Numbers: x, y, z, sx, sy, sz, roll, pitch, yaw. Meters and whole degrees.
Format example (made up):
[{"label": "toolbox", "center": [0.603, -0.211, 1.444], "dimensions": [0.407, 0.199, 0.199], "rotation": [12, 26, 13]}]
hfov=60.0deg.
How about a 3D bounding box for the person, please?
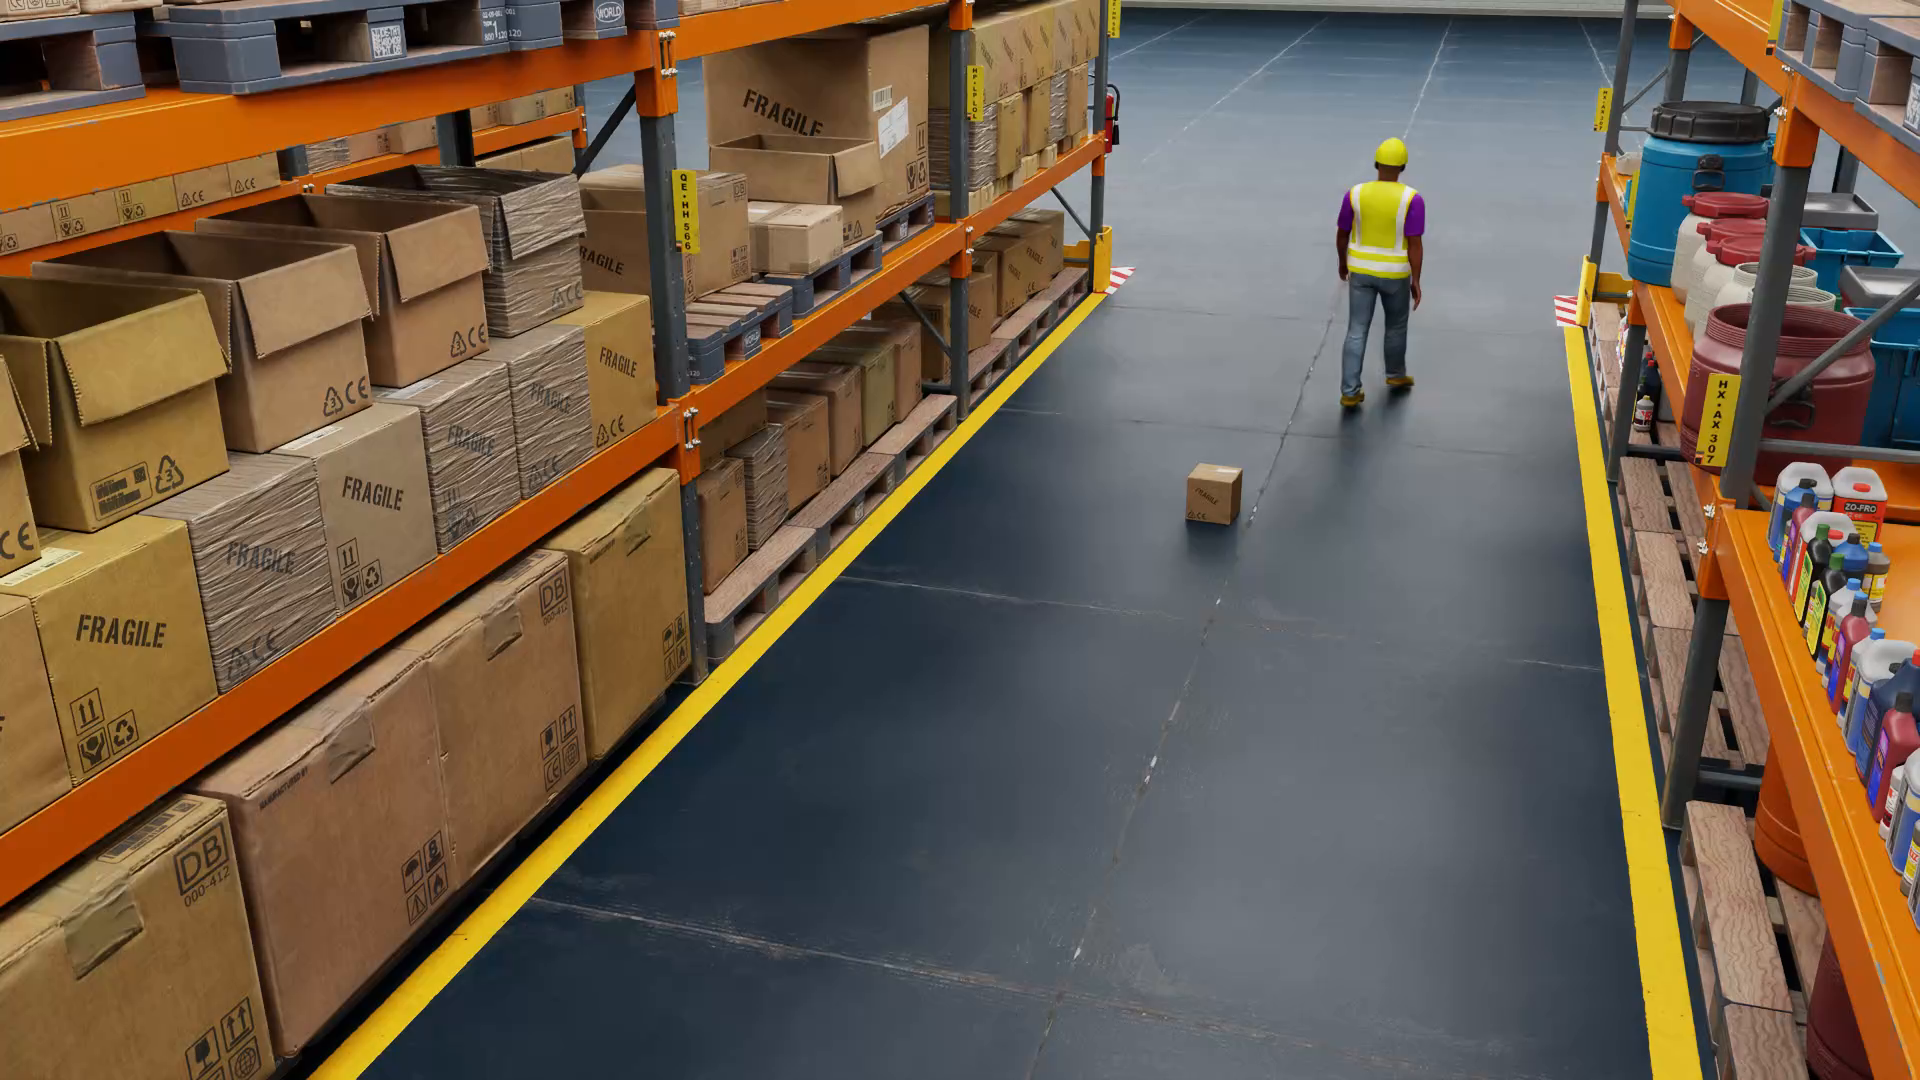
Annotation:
[{"label": "person", "center": [2.805, -1.809, 11.039], "dimensions": [0.614, 1.728, 0.914], "rotation": [10, 24, 22]}]
